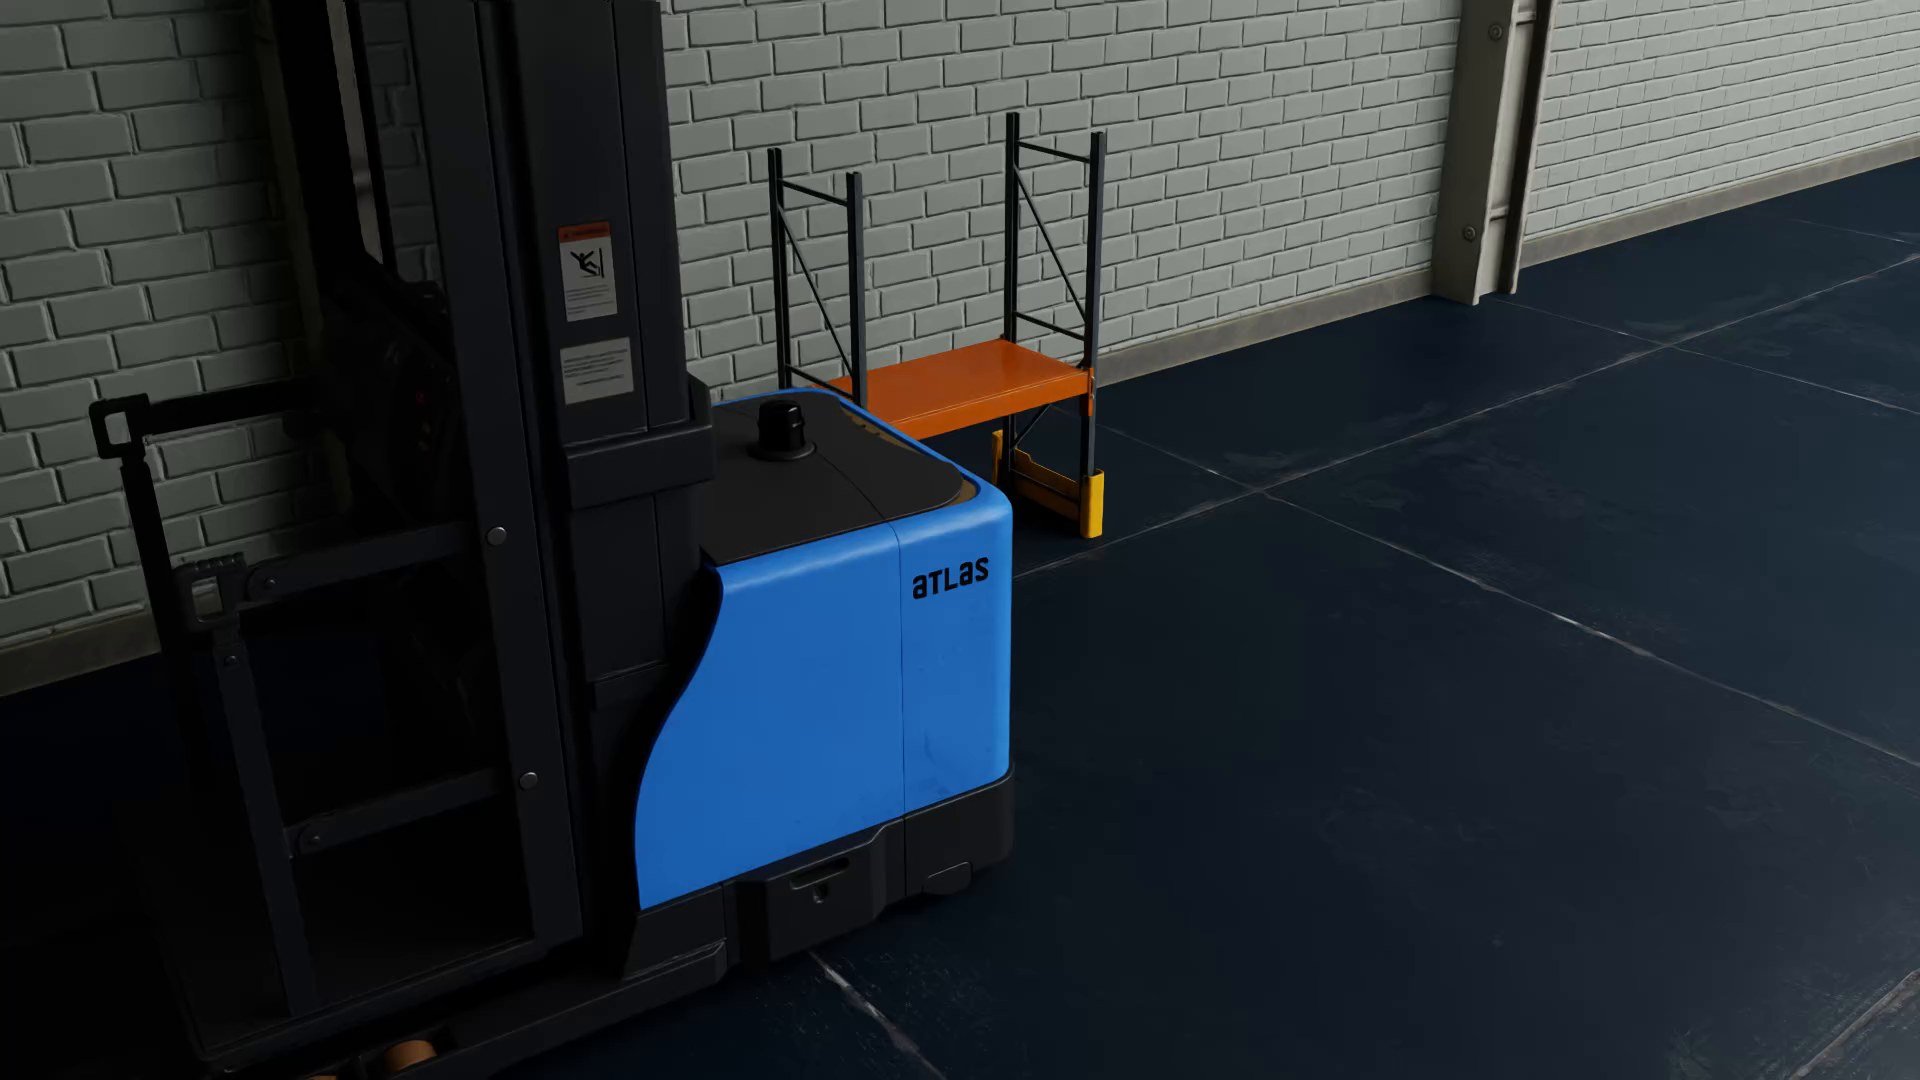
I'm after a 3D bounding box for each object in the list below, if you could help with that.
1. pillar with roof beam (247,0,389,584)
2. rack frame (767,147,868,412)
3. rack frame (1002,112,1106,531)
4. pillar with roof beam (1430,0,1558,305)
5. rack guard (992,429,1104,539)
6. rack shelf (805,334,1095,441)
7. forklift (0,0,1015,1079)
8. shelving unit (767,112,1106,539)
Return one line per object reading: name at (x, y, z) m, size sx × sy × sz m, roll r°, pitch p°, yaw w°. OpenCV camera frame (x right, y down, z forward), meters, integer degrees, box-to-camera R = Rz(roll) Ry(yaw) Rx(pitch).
pillar with roof beam at (0.764, -2.466, 0.874) m, size 0.400 × 9.000 × 9.100 m, roll -18°, pitch 31°, yaw -34°
rack frame at (-0.467, -0.526, 5.602) m, size 0.032 × 1.500 × 0.500 m, roll -18°, pitch 31°, yaw -34°
rack frame at (0.333, -0.790, 6.171) m, size 0.032 × 1.500 × 0.500 m, roll -18°, pitch 31°, yaw -34°
pillar with roof beam at (5.485, -4.025, 4.233) m, size 0.400 × 9.000 × 9.100 m, roll -18°, pitch 31°, yaw -34°
rack guard at (0.332, -0.223, 6.433) m, size 0.087 × 0.250 × 0.587 m, roll -18°, pitch 31°, yaw -34°
rack shelf at (-0.067, -0.495, 5.962) m, size 1.000 × 0.185 × 0.538 m, roll -18°, pitch 31°, yaw -34°
forklift at (-1.374, -0.293, 3.400) m, size 3.031 × 2.935 × 1.130 m, roll -15°, pitch 29°, yaw -30°
shelving unit at (-0.060, -0.661, 5.892) m, size 1.083 × 1.500 × 0.587 m, roll -18°, pitch 31°, yaw -34°
